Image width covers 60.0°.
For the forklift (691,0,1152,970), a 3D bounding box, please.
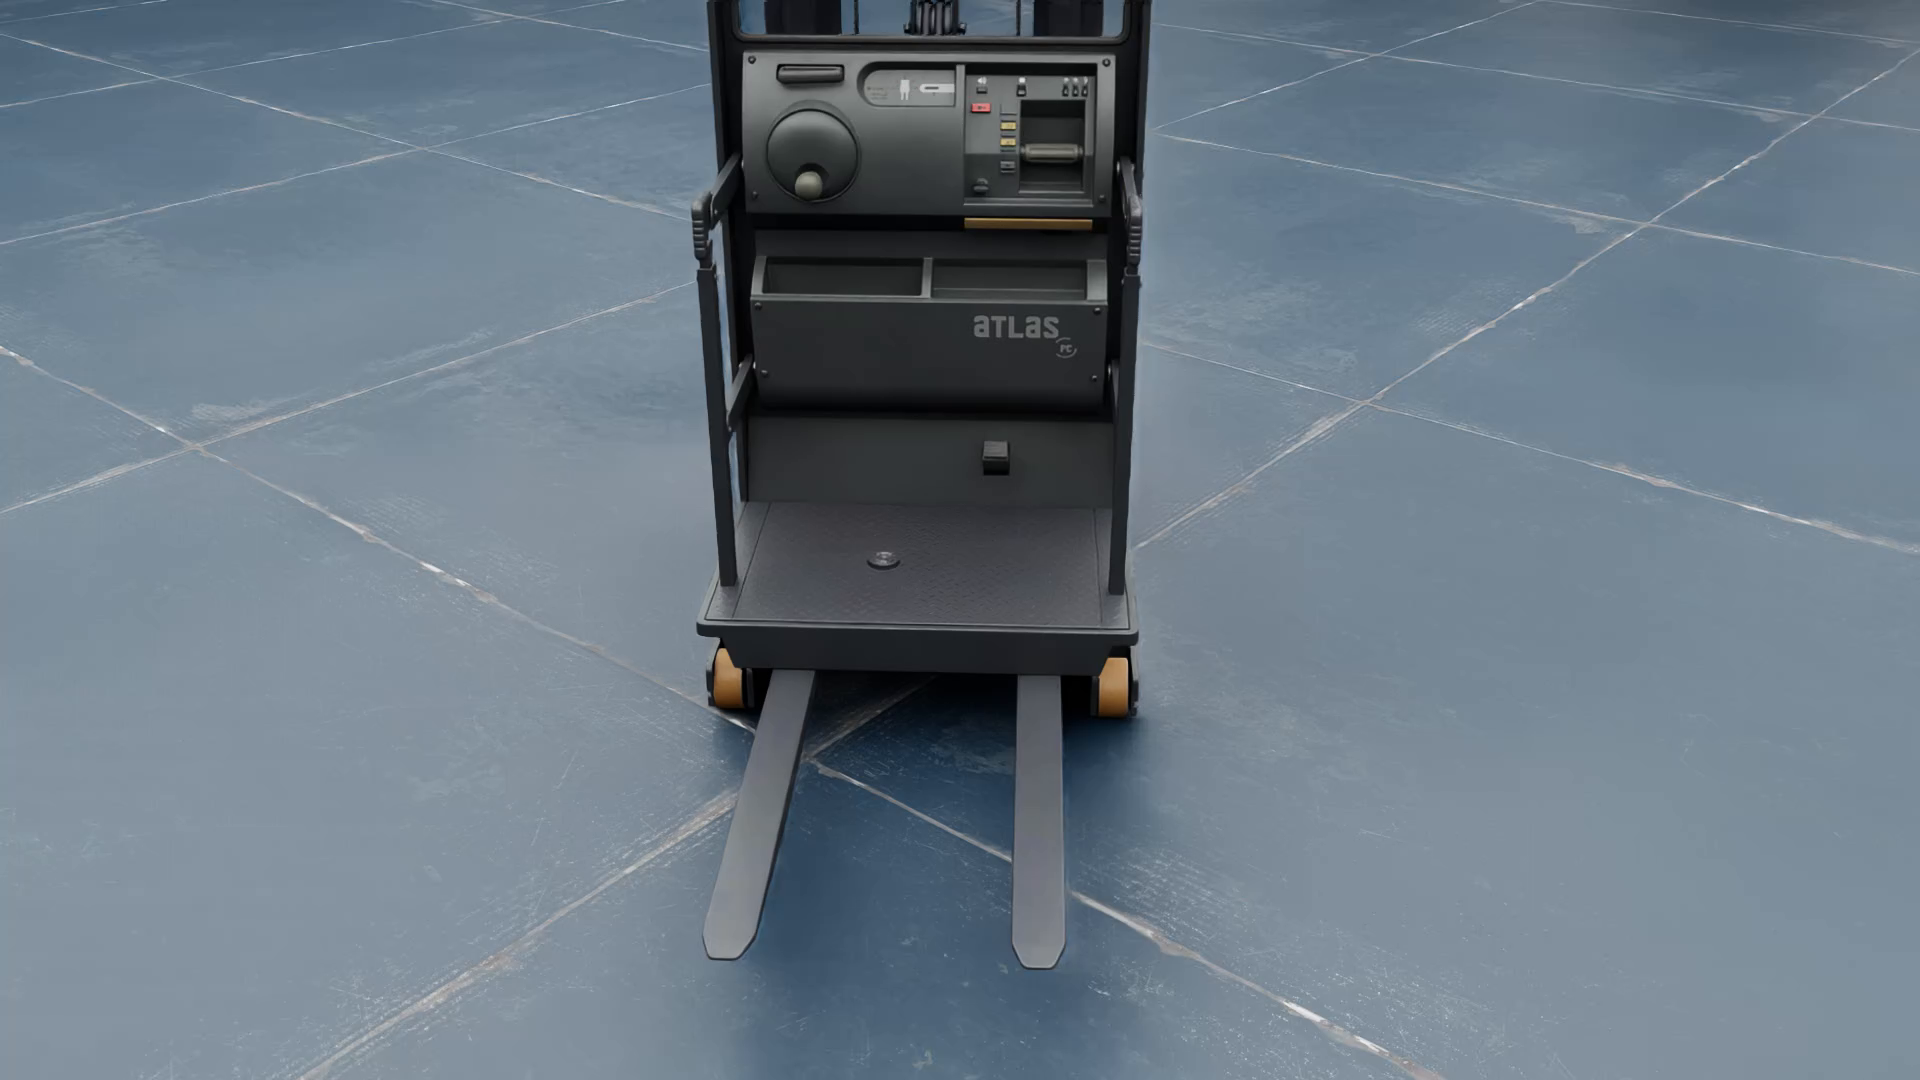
[{"bbox_3d":[-0.087,-0.986,3.967,1.130,2.935,3.031,1,27,2],"label":"forklift"}]
